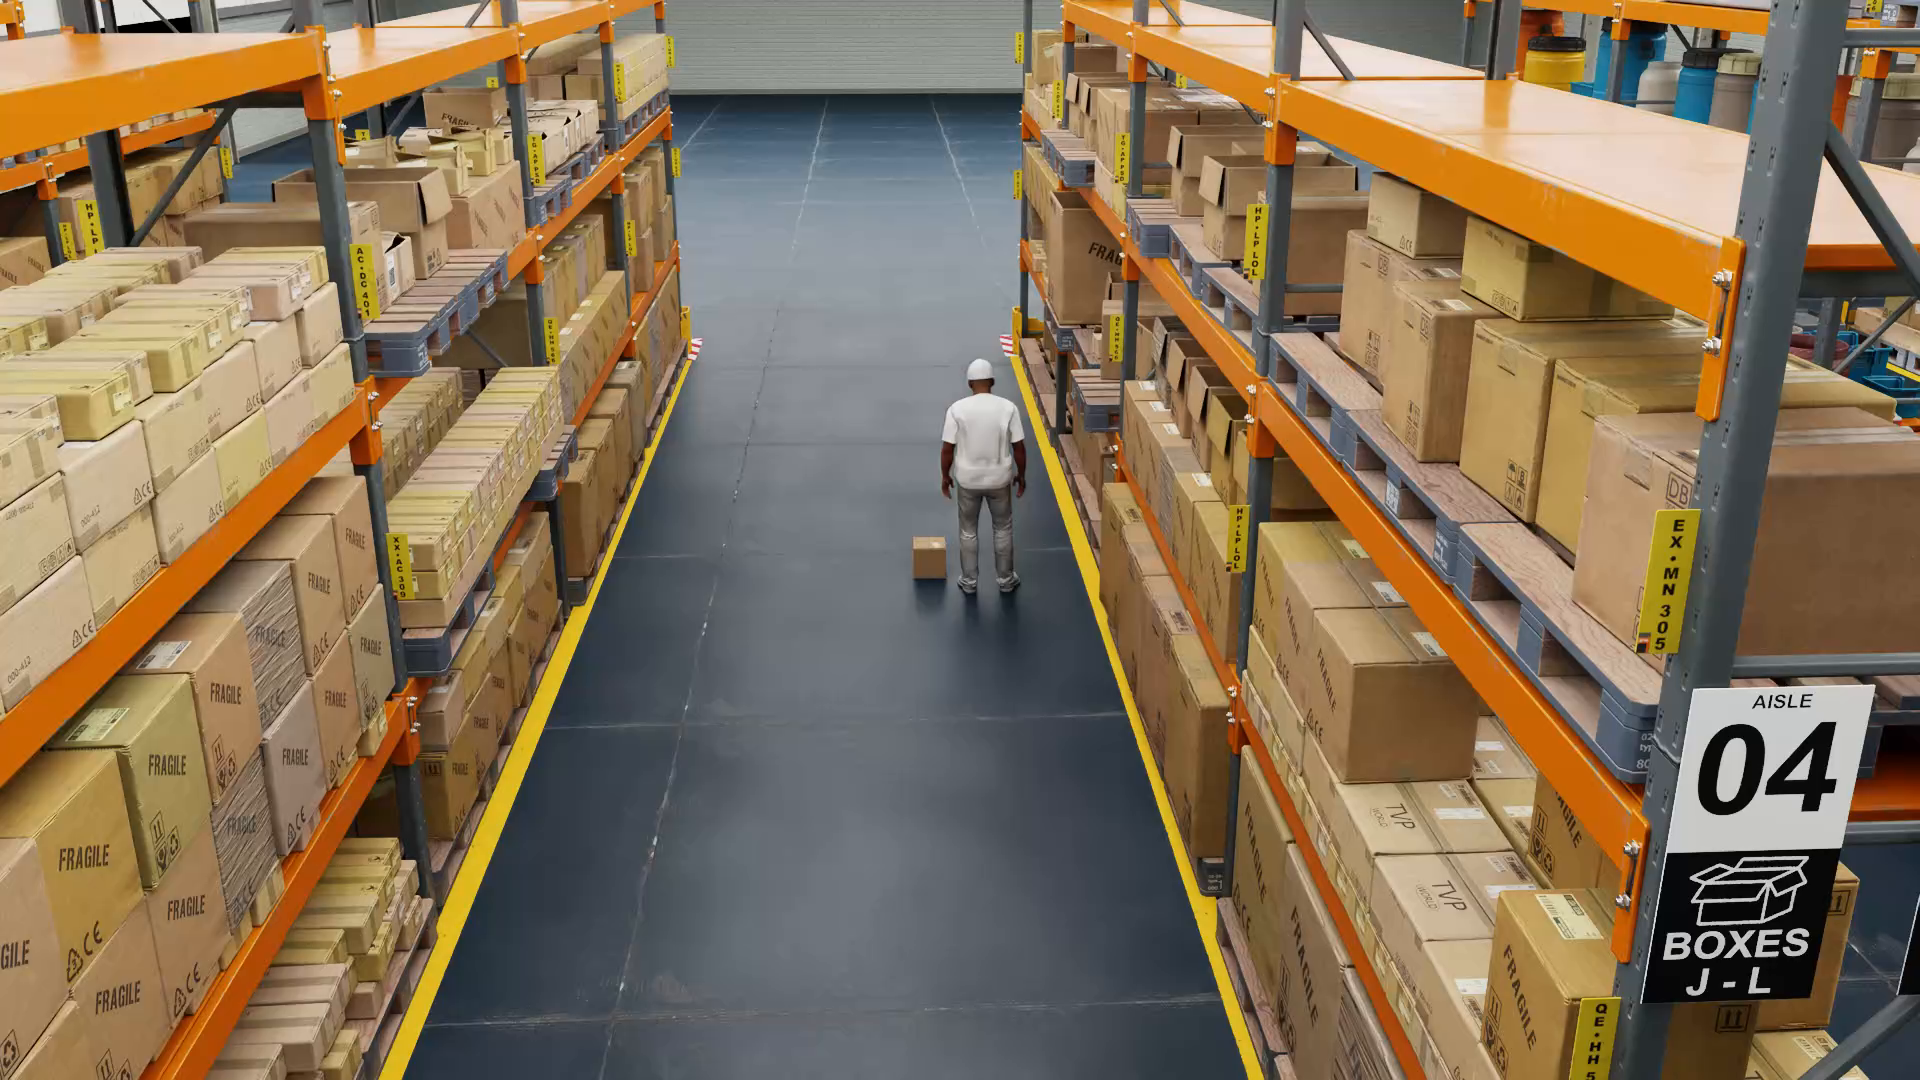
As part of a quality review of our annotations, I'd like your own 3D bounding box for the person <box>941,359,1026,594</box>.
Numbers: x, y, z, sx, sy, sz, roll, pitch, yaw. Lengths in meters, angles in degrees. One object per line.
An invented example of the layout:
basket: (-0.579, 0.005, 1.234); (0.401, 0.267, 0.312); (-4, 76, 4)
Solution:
person: (0.176, -0.465, 12.315); (0.631, 1.757, 0.463); (0, 20, -1)
